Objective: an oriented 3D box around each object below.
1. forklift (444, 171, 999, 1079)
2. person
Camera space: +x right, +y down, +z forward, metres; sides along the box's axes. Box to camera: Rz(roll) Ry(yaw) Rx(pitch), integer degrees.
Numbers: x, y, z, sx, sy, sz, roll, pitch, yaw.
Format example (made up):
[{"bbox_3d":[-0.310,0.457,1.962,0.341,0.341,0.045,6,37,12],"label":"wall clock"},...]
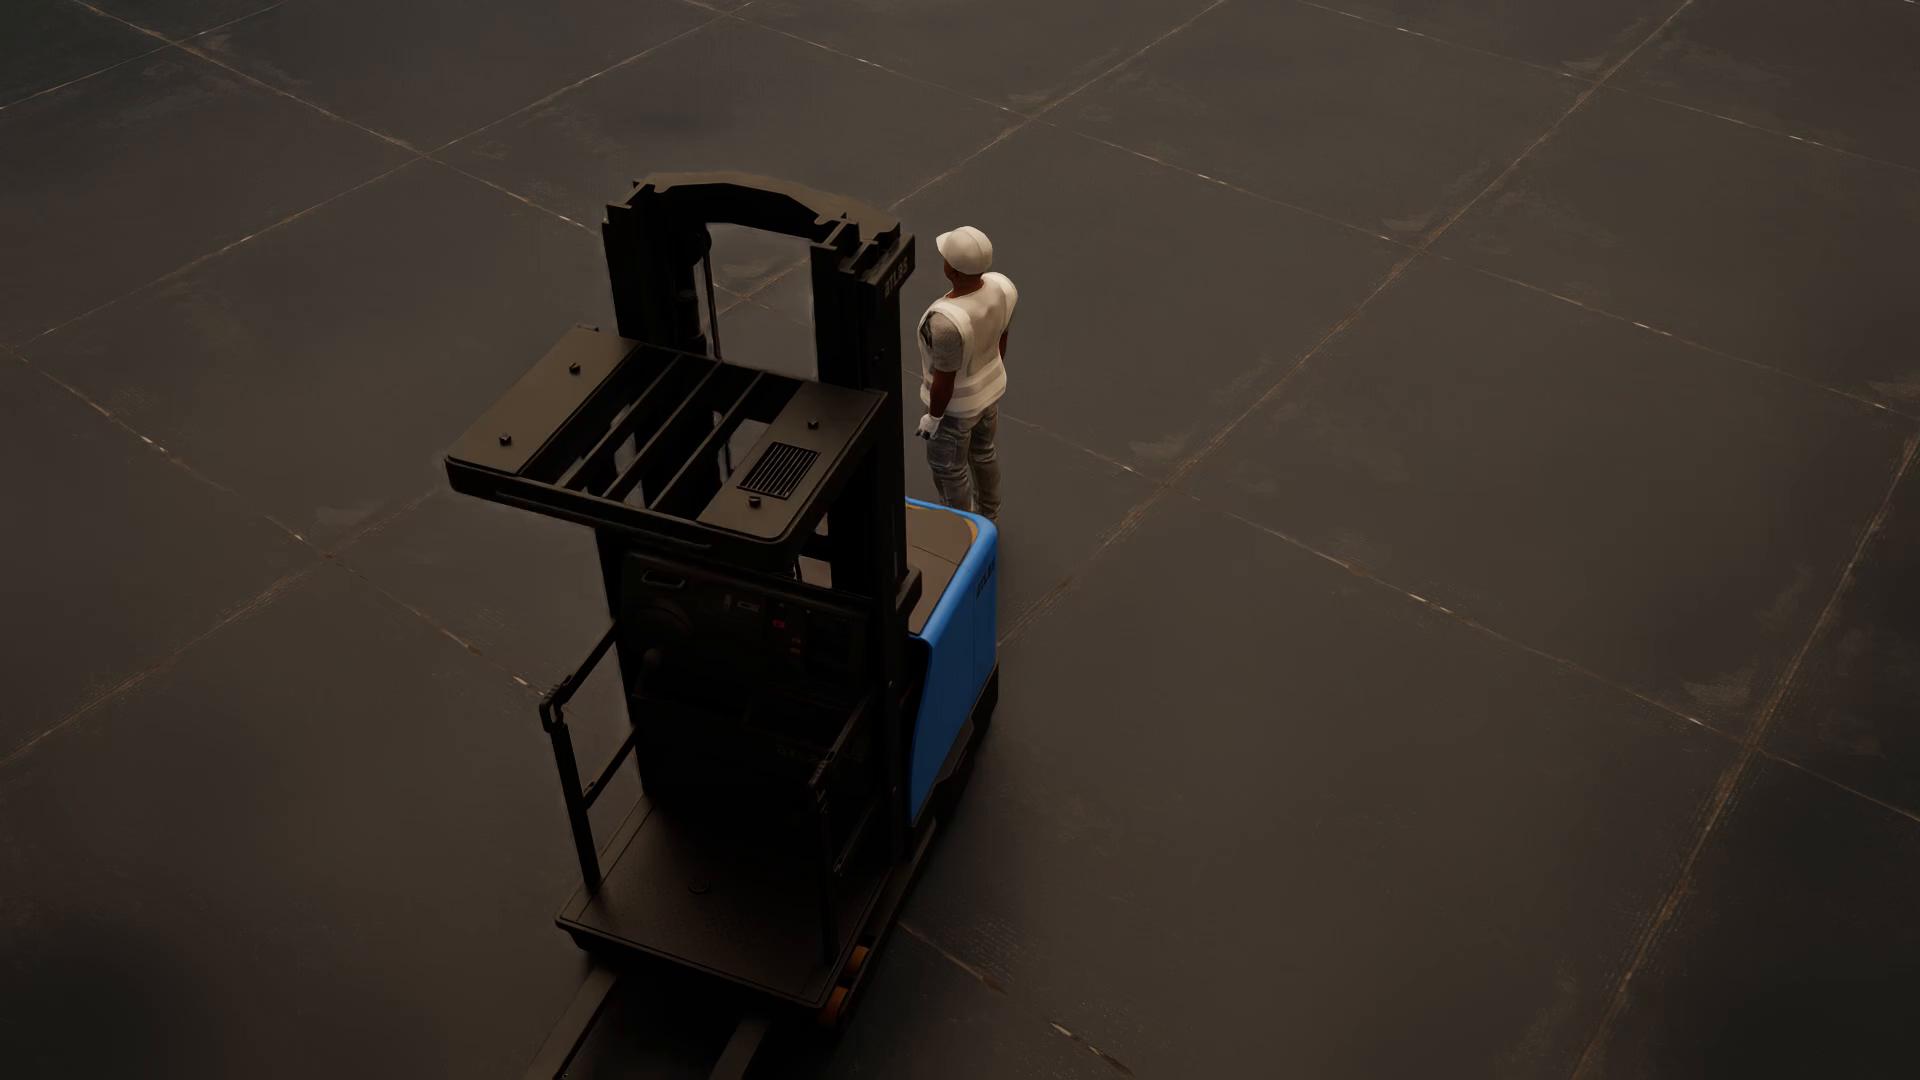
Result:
[{"bbox_3d":[-0.829,0.396,5.610,1.130,2.935,3.031,14,42,16],"label":"forklift"},{"bbox_3d":[-0.003,-0.678,7.754,0.387,1.789,0.543,26,47,28],"label":"person"}]
